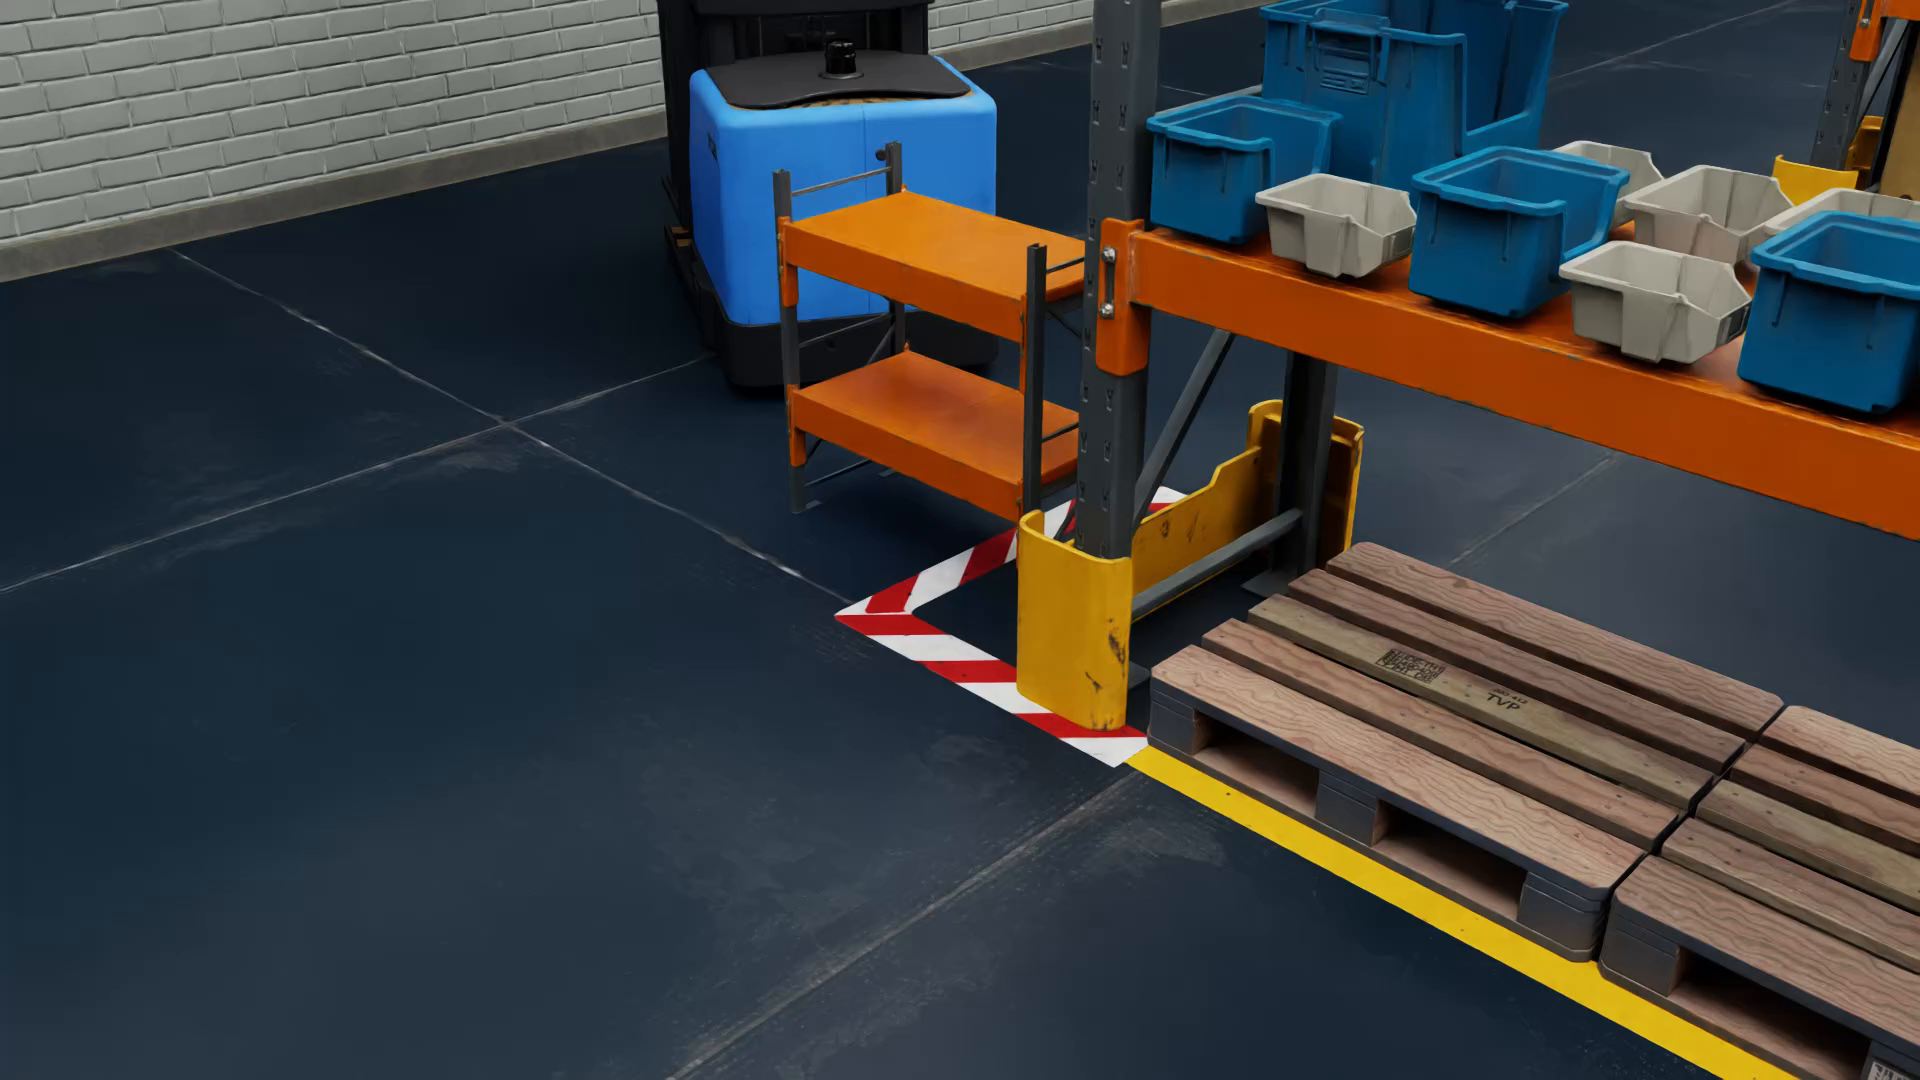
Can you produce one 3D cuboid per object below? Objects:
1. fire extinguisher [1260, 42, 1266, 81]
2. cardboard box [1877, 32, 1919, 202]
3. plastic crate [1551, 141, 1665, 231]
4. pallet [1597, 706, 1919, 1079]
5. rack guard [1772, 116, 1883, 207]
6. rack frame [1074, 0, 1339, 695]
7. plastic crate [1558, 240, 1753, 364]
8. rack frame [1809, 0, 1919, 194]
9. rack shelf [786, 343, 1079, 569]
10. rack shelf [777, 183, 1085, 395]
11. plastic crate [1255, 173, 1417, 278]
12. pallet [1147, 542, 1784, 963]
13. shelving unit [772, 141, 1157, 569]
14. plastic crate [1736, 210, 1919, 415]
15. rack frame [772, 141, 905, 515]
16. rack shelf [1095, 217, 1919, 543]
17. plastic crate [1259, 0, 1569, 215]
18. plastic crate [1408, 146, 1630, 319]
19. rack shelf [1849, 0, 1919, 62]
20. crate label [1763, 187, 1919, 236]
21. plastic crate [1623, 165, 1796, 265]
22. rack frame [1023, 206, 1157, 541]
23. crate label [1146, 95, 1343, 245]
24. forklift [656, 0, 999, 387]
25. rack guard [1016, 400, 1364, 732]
[{"bbox_3d":[0.894,-1.065,4.536,0.183,0.674,0.296,25,36,38],"label":"fire extinguisher"},{"bbox_3d":[4.668,-1.771,7.226,0.875,0.875,0.875,25,36,38],"label":"cardboard box"},{"bbox_3d":[1.392,-0.768,3.706,0.243,0.136,0.396,25,36,38],"label":"plastic crate"},{"bbox_3d":[2.110,0.850,3.406,1.213,0.211,1.003,25,36,38],"label":"pallet"},{"bbox_3d":[4.139,-1.609,7.773,0.348,0.500,1.175,25,36,38],"label":"rack guard"},{"bbox_3d":[0.683,-1.064,4.050,0.127,3.000,1.000,25,36,38],"label":"rack frame"},{"bbox_3d":[1.283,-0.430,3.065,0.298,0.136,0.250,25,36,38],"label":"plastic crate"},{"bbox_3d":[4.156,-2.708,7.176,0.127,3.000,1.000,25,36,38],"label":"rack frame"},{"bbox_3d":[-0.005,-0.284,5.106,1.000,0.278,0.538,25,36,38],"label":"rack shelf"},{"bbox_3d":[-0.005,-0.759,4.856,1.000,0.278,0.538,25,36,38],"label":"rack shelf"},{"bbox_3d":[0.799,-0.652,3.485,0.298,0.136,0.250,25,36,38],"label":"plastic crate"},{"bbox_3d":[1.244,0.452,4.163,1.213,0.211,1.003,25,36,38],"label":"pallet"},{"bbox_3d":[-0.005,-0.500,4.992,1.048,1.125,0.538,25,36,38],"label":"shelving unit"},{"bbox_3d":[1.568,-0.397,2.897,0.300,0.233,0.416,25,36,38],"label":"plastic crate"},{"bbox_3d":[-0.367,-0.666,5.308,0.032,1.125,0.500,25,36,38],"label":"rack frame"},{"bbox_3d":[2.110,-0.093,2.977,4.000,0.370,1.077,25,36,38],"label":"rack shelf"},{"bbox_3d":[1.053,-1.059,3.938,0.499,0.435,0.616,25,36,38],"label":"plastic crate"},{"bbox_3d":[1.098,-0.612,3.306,0.300,0.233,0.416,25,36,38],"label":"plastic crate"},{"bbox_3d":[5.582,-1.737,6.103,4.000,0.370,1.077,25,36,38],"label":"rack shelf"},{"bbox_3d":[1.804,-0.586,3.360,0.243,0.136,0.396,25,36,38],"label":"crate label"},{"bbox_3d":[1.588,-0.668,3.517,0.243,0.136,0.396,25,36,38],"label":"plastic crate"},{"bbox_3d":[0.358,-0.334,4.677,0.032,1.125,0.500,25,36,38],"label":"rack frame"},{"bbox_3d":[0.629,-0.827,3.714,0.303,0.233,0.416,25,36,38],"label":"crate label"},{"bbox_3d":[-0.737,-2.533,6.918,1.130,2.935,3.031,-7,29,-14],"label":"forklift"},{"bbox_3d":[0.657,0.039,4.639,0.348,0.500,1.175,25,36,38],"label":"rack guard"}]
